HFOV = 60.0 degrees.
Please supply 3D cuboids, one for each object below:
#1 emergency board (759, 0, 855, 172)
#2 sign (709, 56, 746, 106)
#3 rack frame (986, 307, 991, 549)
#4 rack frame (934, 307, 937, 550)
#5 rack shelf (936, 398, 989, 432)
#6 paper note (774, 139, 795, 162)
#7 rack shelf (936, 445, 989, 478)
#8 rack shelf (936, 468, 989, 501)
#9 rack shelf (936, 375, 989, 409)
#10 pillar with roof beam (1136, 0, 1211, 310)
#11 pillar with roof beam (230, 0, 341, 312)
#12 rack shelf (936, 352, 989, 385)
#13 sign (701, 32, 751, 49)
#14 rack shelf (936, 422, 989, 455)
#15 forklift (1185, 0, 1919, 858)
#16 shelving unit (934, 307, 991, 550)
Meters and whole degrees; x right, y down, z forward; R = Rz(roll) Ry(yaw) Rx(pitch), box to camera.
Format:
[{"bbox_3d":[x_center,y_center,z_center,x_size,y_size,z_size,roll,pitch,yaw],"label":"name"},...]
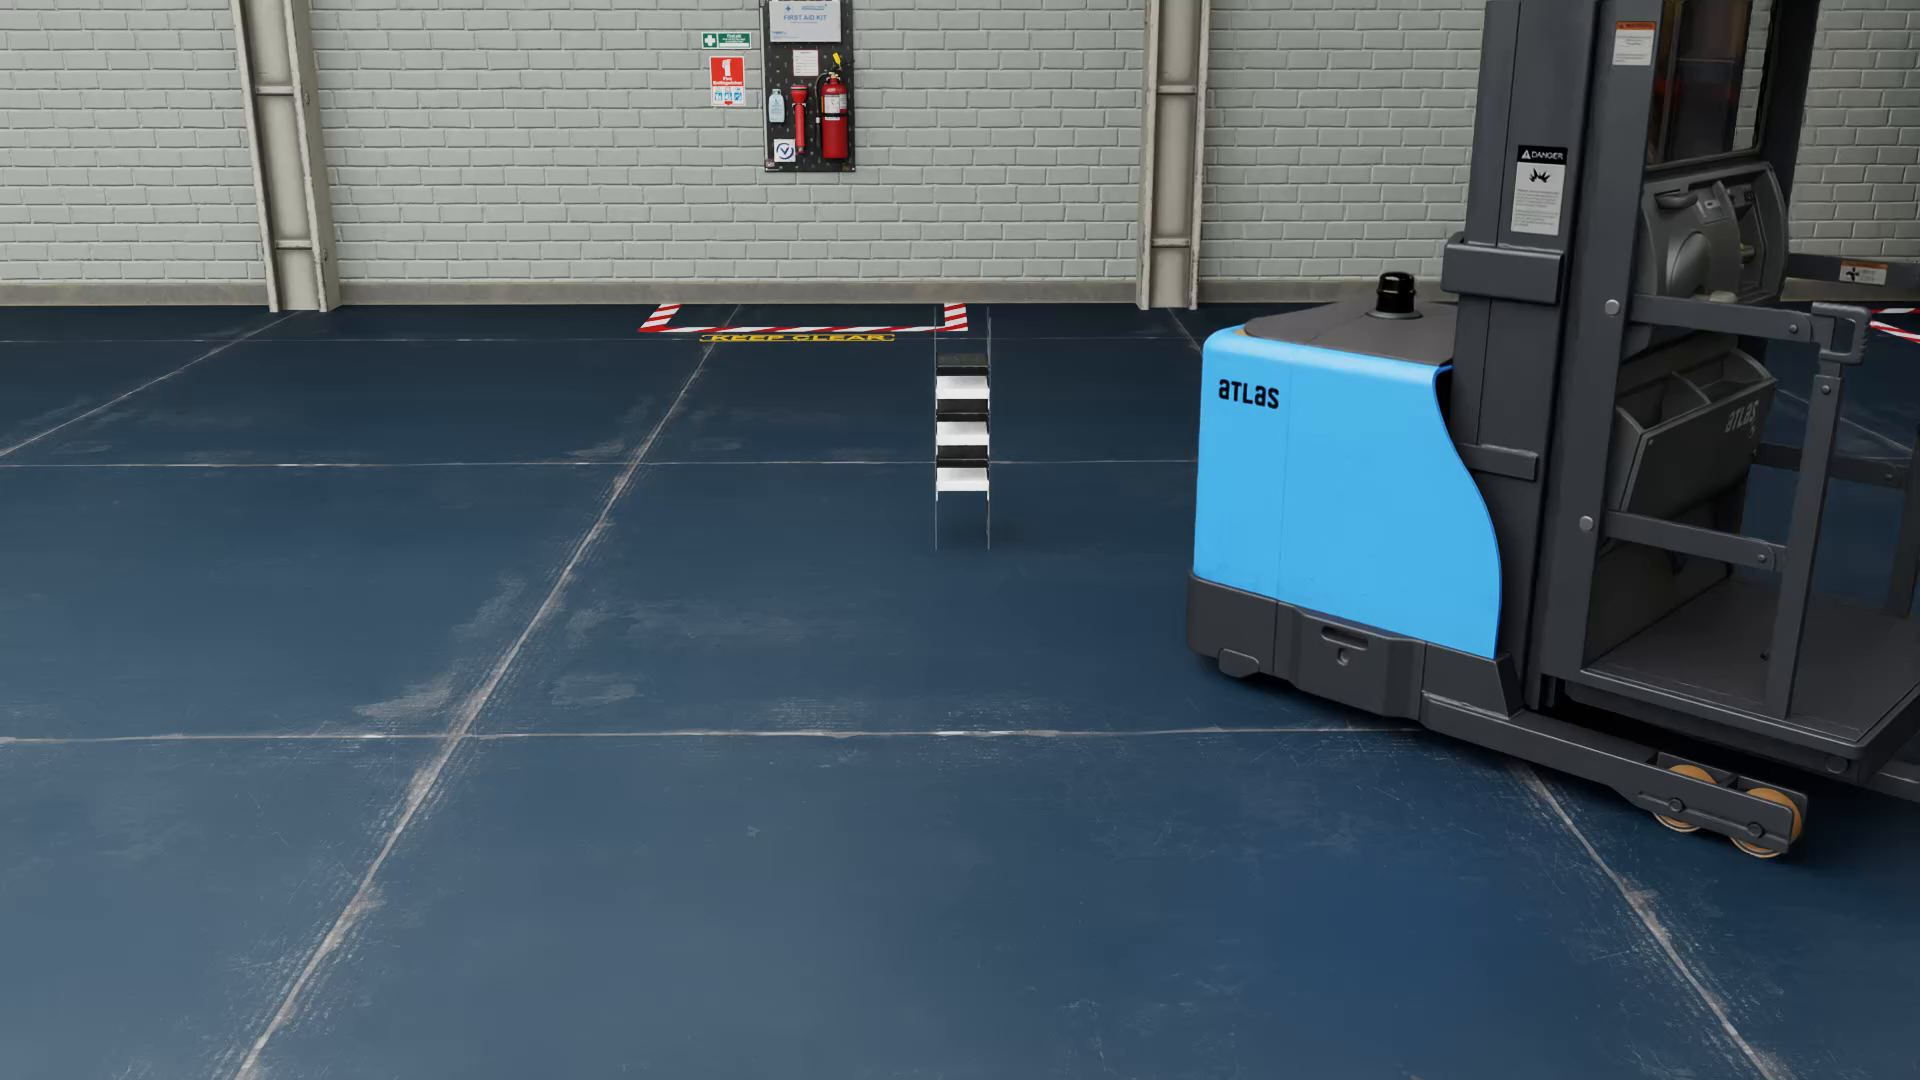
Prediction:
[{"bbox_3d":[-1.025,-3.073,11.216,0.643,1.169,0.194,0,18,-1],"label":"emergency board"},{"bbox_3d":[-1.579,-3.119,11.300,0.234,0.329,0.001,0,18,-1],"label":"sign"},{"bbox_3d":[0.110,-0.429,6.412,0.006,0.900,0.240,0,18,-1],"label":"rack frame"},{"bbox_3d":[-0.094,-0.428,6.409,0.006,0.900,0.240,0,18,-1],"label":"rack frame"},{"bbox_3d":[0.008,-0.482,6.393,0.200,0.077,0.258,0,18,-1],"label":"rack shelf"},{"bbox_3d":[-1.203,-2.674,11.413,0.142,0.148,0.016,0,18,-1],"label":"paper note"},{"bbox_3d":[0.008,-0.311,6.448,0.200,0.077,0.258,0,18,-1],"label":"rack shelf"},{"bbox_3d":[0.008,-0.225,6.475,0.200,0.077,0.258,0,18,-1],"label":"rack shelf"},{"bbox_3d":[0.008,-0.568,6.365,0.200,0.077,0.258,0,18,-1],"label":"rack shelf"},{"bbox_3d":[1.514,-4.615,6.201,0.400,9.000,9.100,0,18,-1],"label":"pillar with roof beam"},{"bbox_3d":[-4.485,-4.586,6.111,0.400,9.000,9.100,0,18,-1],"label":"pillar with roof beam"},{"bbox_3d":[0.008,-0.654,6.338,0.200,0.077,0.258,0,18,-1],"label":"rack shelf"},{"bbox_3d":[-1.575,-3.368,11.211,0.331,0.109,0.001,0,18,-1],"label":"sign"},{"bbox_3d":[0.008,-0.397,6.420,0.200,0.077,0.258,0,18,-1],"label":"rack shelf"},{"bbox_3d":[2.129,-0.792,4.217,3.031,2.935,1.130,16,24,41],"label":"forklift"},{"bbox_3d":[0.008,-0.429,6.410,0.210,0.900,0.258,0,18,-1],"label":"shelving unit"}]
